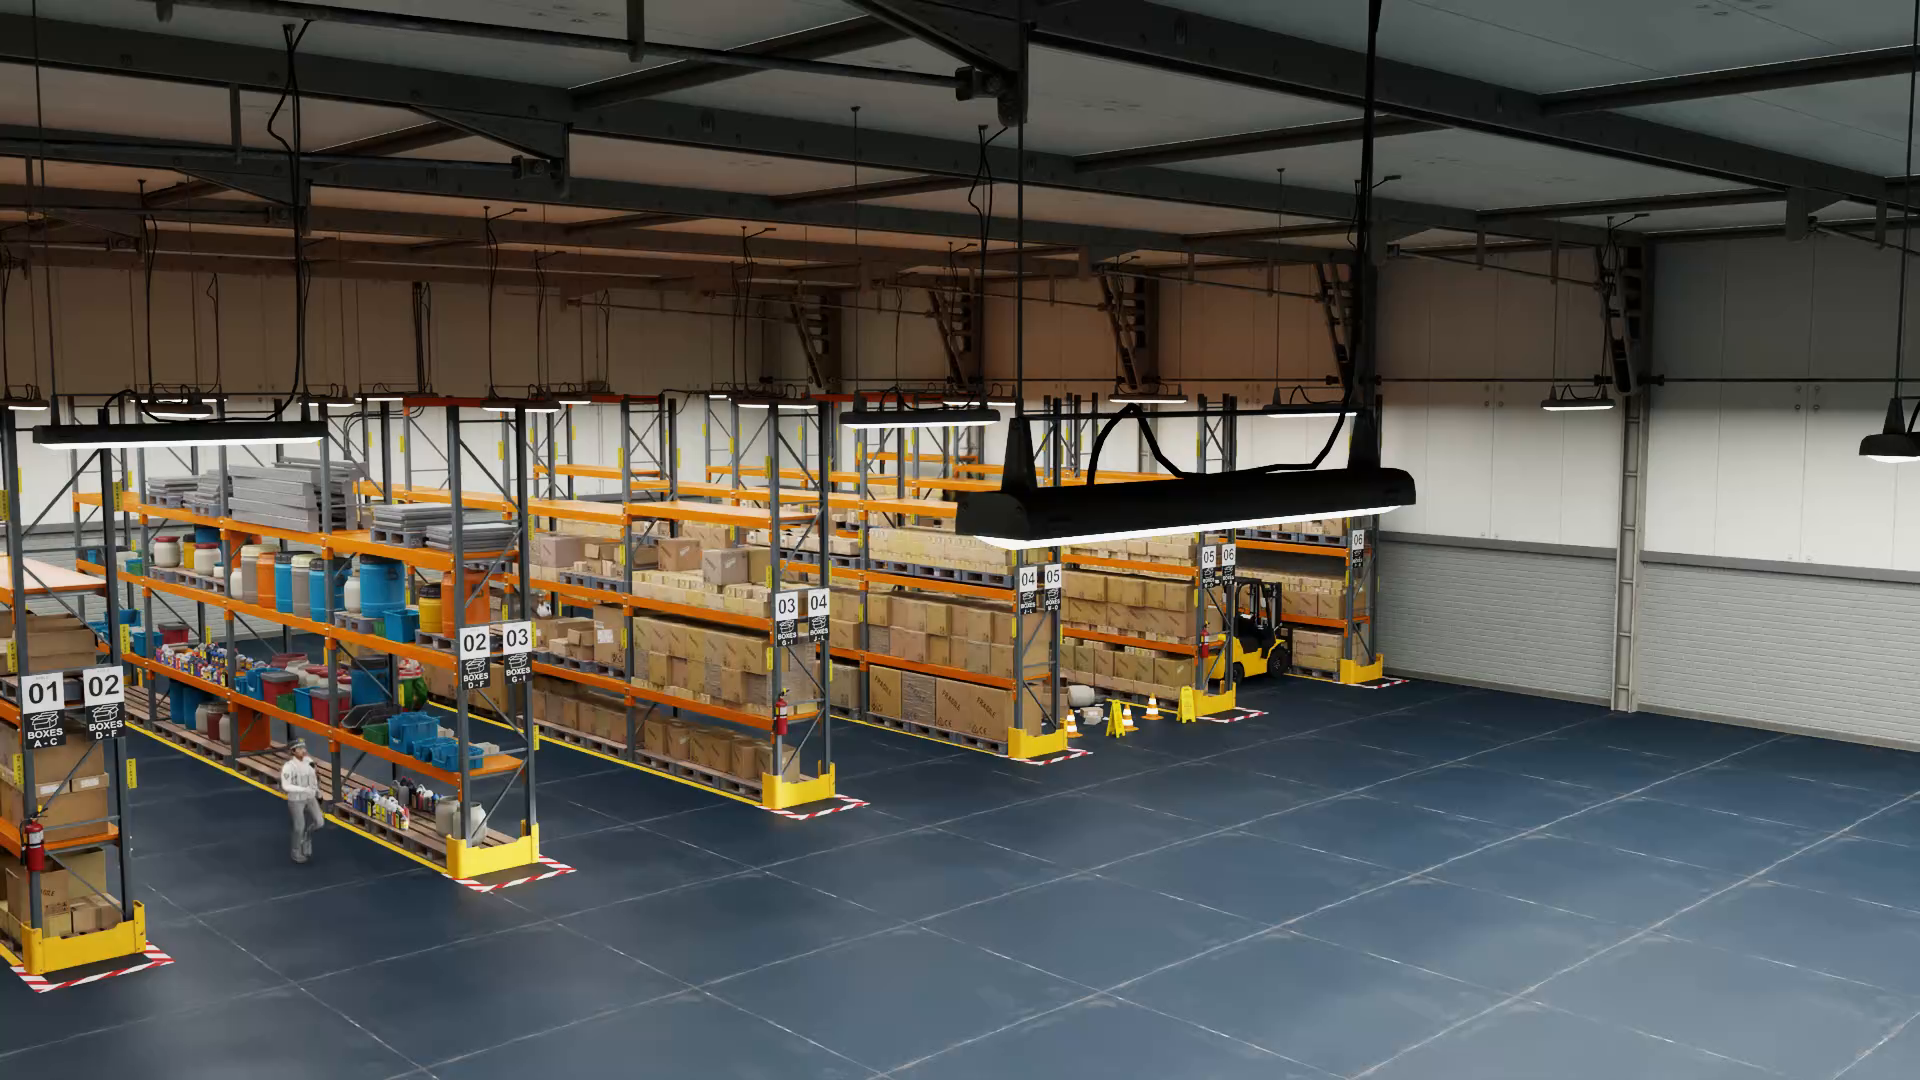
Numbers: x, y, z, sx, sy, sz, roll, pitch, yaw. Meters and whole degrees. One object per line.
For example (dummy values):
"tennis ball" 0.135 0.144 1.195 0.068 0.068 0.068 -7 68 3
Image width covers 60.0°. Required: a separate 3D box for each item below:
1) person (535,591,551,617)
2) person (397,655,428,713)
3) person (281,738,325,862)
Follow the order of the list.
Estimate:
"person" -9.280 1.949 36.773 0.640 1.682 0.687 -4 7 -38
"person" -9.952 2.522 30.271 0.626 1.772 0.636 5 7 42
"person" -8.568 3.399 21.720 0.576 1.660 0.557 4 7 35
